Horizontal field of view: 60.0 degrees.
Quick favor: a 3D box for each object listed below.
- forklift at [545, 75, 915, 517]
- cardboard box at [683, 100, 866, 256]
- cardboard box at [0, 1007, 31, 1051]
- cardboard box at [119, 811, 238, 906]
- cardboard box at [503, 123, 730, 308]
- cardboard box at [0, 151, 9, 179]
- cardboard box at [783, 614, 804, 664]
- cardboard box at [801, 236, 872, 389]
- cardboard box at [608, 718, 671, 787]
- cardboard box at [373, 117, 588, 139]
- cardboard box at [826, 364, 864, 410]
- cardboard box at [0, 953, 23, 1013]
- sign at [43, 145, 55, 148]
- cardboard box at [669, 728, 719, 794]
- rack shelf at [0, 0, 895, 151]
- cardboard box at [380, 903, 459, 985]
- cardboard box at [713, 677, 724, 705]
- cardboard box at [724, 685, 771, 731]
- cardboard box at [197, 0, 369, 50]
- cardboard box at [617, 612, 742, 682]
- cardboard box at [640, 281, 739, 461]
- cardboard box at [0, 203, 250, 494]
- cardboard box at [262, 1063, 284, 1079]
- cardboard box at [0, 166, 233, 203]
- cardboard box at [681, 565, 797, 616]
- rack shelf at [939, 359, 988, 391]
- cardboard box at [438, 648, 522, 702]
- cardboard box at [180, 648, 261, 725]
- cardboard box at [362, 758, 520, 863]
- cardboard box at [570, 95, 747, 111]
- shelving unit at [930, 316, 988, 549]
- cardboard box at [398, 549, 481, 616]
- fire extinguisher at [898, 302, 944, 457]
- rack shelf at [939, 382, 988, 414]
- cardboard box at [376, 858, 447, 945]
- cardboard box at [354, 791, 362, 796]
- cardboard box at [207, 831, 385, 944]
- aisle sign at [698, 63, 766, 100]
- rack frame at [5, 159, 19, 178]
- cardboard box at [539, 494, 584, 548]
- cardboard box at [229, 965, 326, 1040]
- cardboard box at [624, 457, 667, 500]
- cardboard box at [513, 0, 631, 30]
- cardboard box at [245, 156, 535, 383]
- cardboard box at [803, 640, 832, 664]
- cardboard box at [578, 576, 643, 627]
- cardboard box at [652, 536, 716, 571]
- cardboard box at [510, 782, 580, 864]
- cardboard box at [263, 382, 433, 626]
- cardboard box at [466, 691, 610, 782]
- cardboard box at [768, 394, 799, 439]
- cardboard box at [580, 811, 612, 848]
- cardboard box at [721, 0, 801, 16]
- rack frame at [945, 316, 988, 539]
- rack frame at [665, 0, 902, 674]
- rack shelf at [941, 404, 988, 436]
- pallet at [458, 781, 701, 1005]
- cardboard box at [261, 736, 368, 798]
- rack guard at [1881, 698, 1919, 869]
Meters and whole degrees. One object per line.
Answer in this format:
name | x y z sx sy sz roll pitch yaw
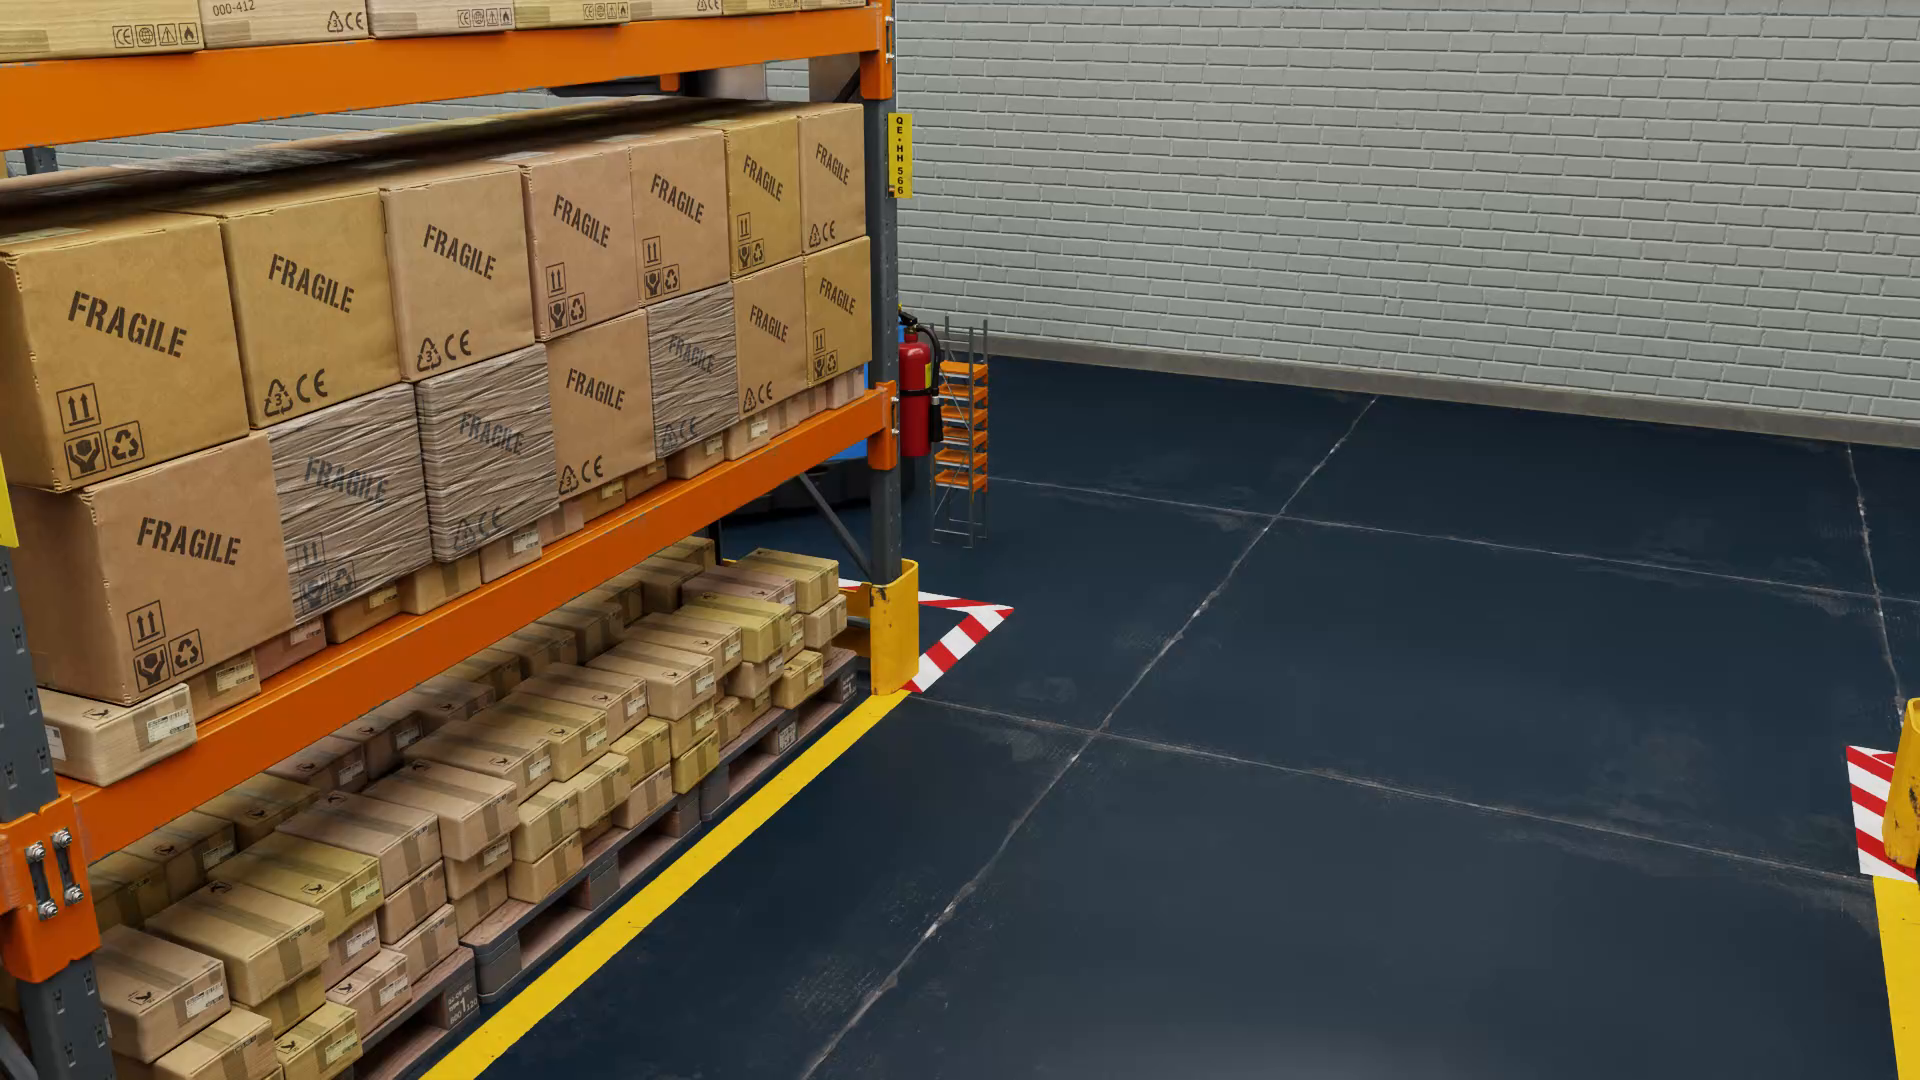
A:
forklift | -1.828 -1.571 9.011 3.031 2.935 1.130 -7 21 -20
cardboard box | -0.693 -1.382 6.292 0.500 0.500 0.500 8 21 22
cardboard box | -2.531 1.191 4.328 0.380 0.149 0.250 9 21 24
cardboard box | -2.298 0.885 4.743 0.380 0.149 0.250 8 21 22
cardboard box | -1.105 -1.067 5.406 0.500 0.500 0.500 10 22 25
cardboard box | -5.176 -1.847 8.346 0.500 0.500 0.500 9 21 23
cardboard box | -0.844 0.381 6.606 0.380 0.149 0.250 8 21 21
cardboard box | -0.682 -0.912 6.464 0.500 0.500 0.500 9 21 24
cardboard box | -1.221 0.703 5.699 0.380 0.149 0.250 10 22 25
cardboard box | -1.593 -1.144 5.623 0.500 0.500 0.500 8 21 21
cardboard box | -0.608 -0.641 6.669 0.380 0.149 0.250 9 21 23
cardboard box | -2.462 1.046 4.291 0.380 0.149 0.250 9 22 24
sign | -4.727 -2.187 8.561 0.100 0.325 0.005 9 21 23
cardboard box | -1.094 0.763 5.976 0.380 0.149 0.250 8 21 20
rack shelf | -1.551 -1.360 4.915 1.077 0.370 4.000 9 21 23
cardboard box | -1.706 1.155 4.874 0.380 0.149 0.250 8 21 22
cardboard box | -1.103 0.535 6.171 0.380 0.149 0.250 8 21 22
cardboard box | -0.957 0.599 6.436 0.380 0.149 0.250 8 21 22
cardboard box | -1.743 -1.277 3.830 0.500 0.250 0.500 8 21 22
cardboard box | -1.027 0.400 6.107 0.380 0.149 0.250 8 21 21
cardboard box | -1.096 -0.599 5.583 0.500 0.500 0.500 9 21 23
cardboard box | -1.963 -0.438 3.637 0.500 0.500 0.500 9 22 24
cardboard box | -1.928 1.403 4.174 0.380 0.149 0.250 8 21 20
cardboard box | -2.218 -0.673 4.298 0.500 0.500 0.500 8 21 21
cardboard box | -0.873 0.233 6.577 0.380 0.149 0.250 9 21 24
rack shelf | -0.006 -0.858 8.650 0.258 0.103 0.180 9 21 23
cardboard box | -1.778 0.486 5.865 0.380 0.149 0.250 9 21 24
cardboard box | -1.918 0.313 3.988 0.380 0.149 0.250 9 22 24
cardboard box | -1.550 0.804 4.972 0.380 0.149 0.250 9 21 24
cardboard box | -1.158 -1.455 6.498 0.500 0.500 0.500 8 21 22
shelving unit | -0.006 -0.561 8.755 0.258 1.200 0.189 9 21 23
cardboard box | -1.577 0.074 4.660 0.380 0.149 0.250 9 21 24
fire extinguisher | -0.208 -0.699 7.130 0.296 0.674 0.183 9 21 23
rack shelf | -0.006 -0.745 8.690 0.258 0.103 0.180 9 21 23
cardboard box | -1.728 1.012 4.830 0.380 0.149 0.250 7 21 20
cardboard box | -2.060 0.878 5.207 0.380 0.149 0.250 9 22 24
cardboard box | -1.815 0.953 4.552 0.380 0.149 0.250 8 21 22
aisle sign | -0.976 -2.186 6.759 0.394 0.787 0.004 9 21 23
rack frame | -5.213 -1.608 9.015 0.949 2.616 0.053 9 21 23
cardboard box | -1.393 -0.096 5.136 0.380 0.149 0.250 9 22 25
cardboard box | -1.908 1.174 4.375 0.380 0.149 0.250 9 21 23
cardboard box | -1.216 -0.259 5.595 0.380 0.149 0.250 8 21 20
cardboard box | -1.295 -1.593 4.718 0.500 0.250 0.500 10 22 25
cardboard box | -1.530 -0.748 4.510 0.500 0.500 0.500 9 21 24
cardboard box | -0.758 0.437 6.890 0.380 0.149 0.250 9 21 24
cardboard box | -1.480 0.241 6.554 0.380 0.149 0.250 8 21 23
cardboard box | -1.257 0.081 7.004 0.380 0.149 0.250 8 21 20
cardboard box | -1.433 0.863 5.249 0.380 0.149 0.250 8 21 22
cardboard box | -1.742 -0.131 4.268 0.500 0.500 0.500 9 21 23
cardboard box | -1.377 0.639 5.435 0.380 0.149 0.250 9 21 23
cardboard box | -0.833 -0.491 6.248 0.380 0.149 0.250 8 21 22
cardboard box | -1.396 0.910 5.560 0.380 0.149 0.250 9 22 24
cardboard box | -0.880 -1.908 5.604 0.500 0.250 0.500 9 21 23
rack frame | 0.032 -0.589 8.834 0.240 1.200 0.006 9 21 23
rack frame | -0.732 -0.897 7.016 1.000 3.000 0.127 9 21 23
rack shelf | -0.006 -0.632 8.730 0.258 0.103 0.180 9 21 23
pallet | -1.629 1.055 5.688 1.003 0.211 1.213 9 21 23
cardboard box | -2.094 0.721 5.204 0.380 0.149 0.250 7 21 20
rack guard | 3.835 0.921 5.632 1.175 0.500 0.348 9 21 23
